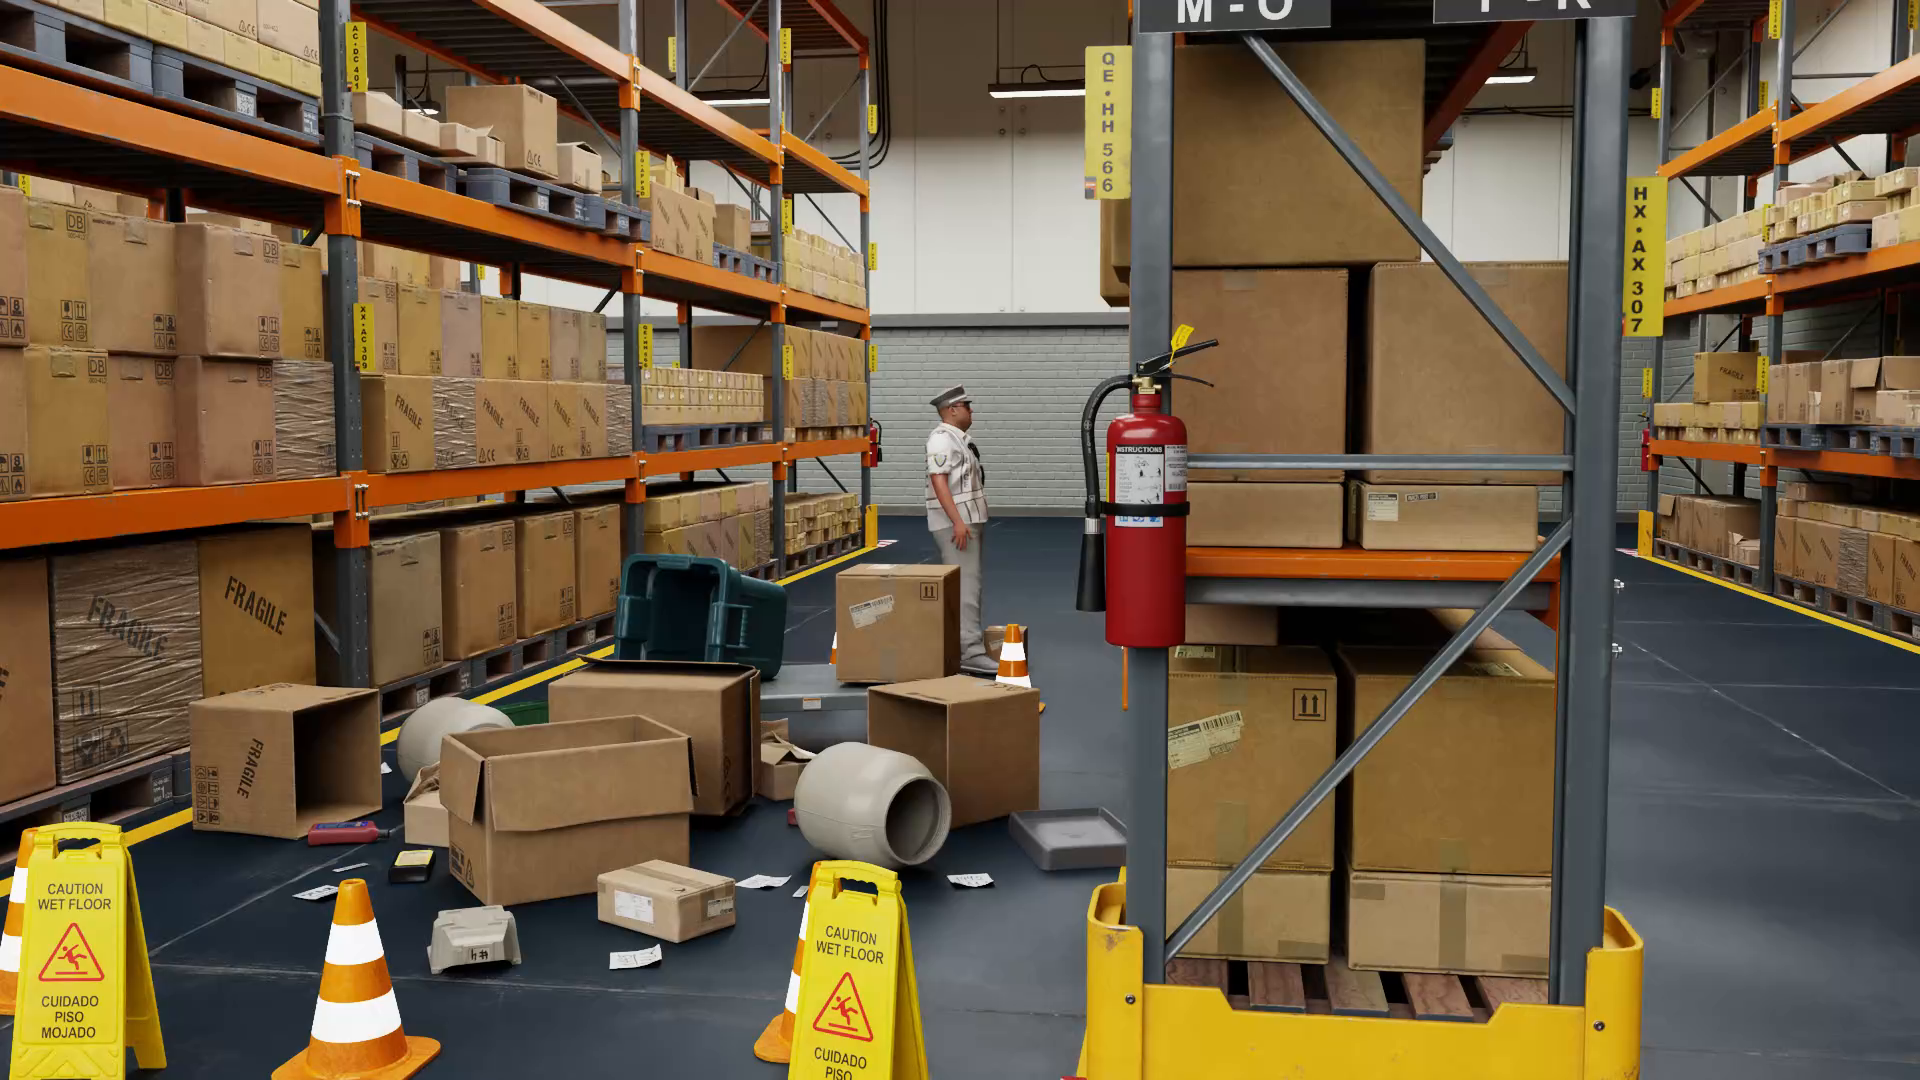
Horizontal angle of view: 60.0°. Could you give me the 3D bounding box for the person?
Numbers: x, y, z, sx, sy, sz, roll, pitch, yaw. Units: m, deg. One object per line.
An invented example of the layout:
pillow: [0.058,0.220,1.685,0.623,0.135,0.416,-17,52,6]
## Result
person: [0.075,-0.090,10.432,0.573,1.782,0.642,1,4,9]
